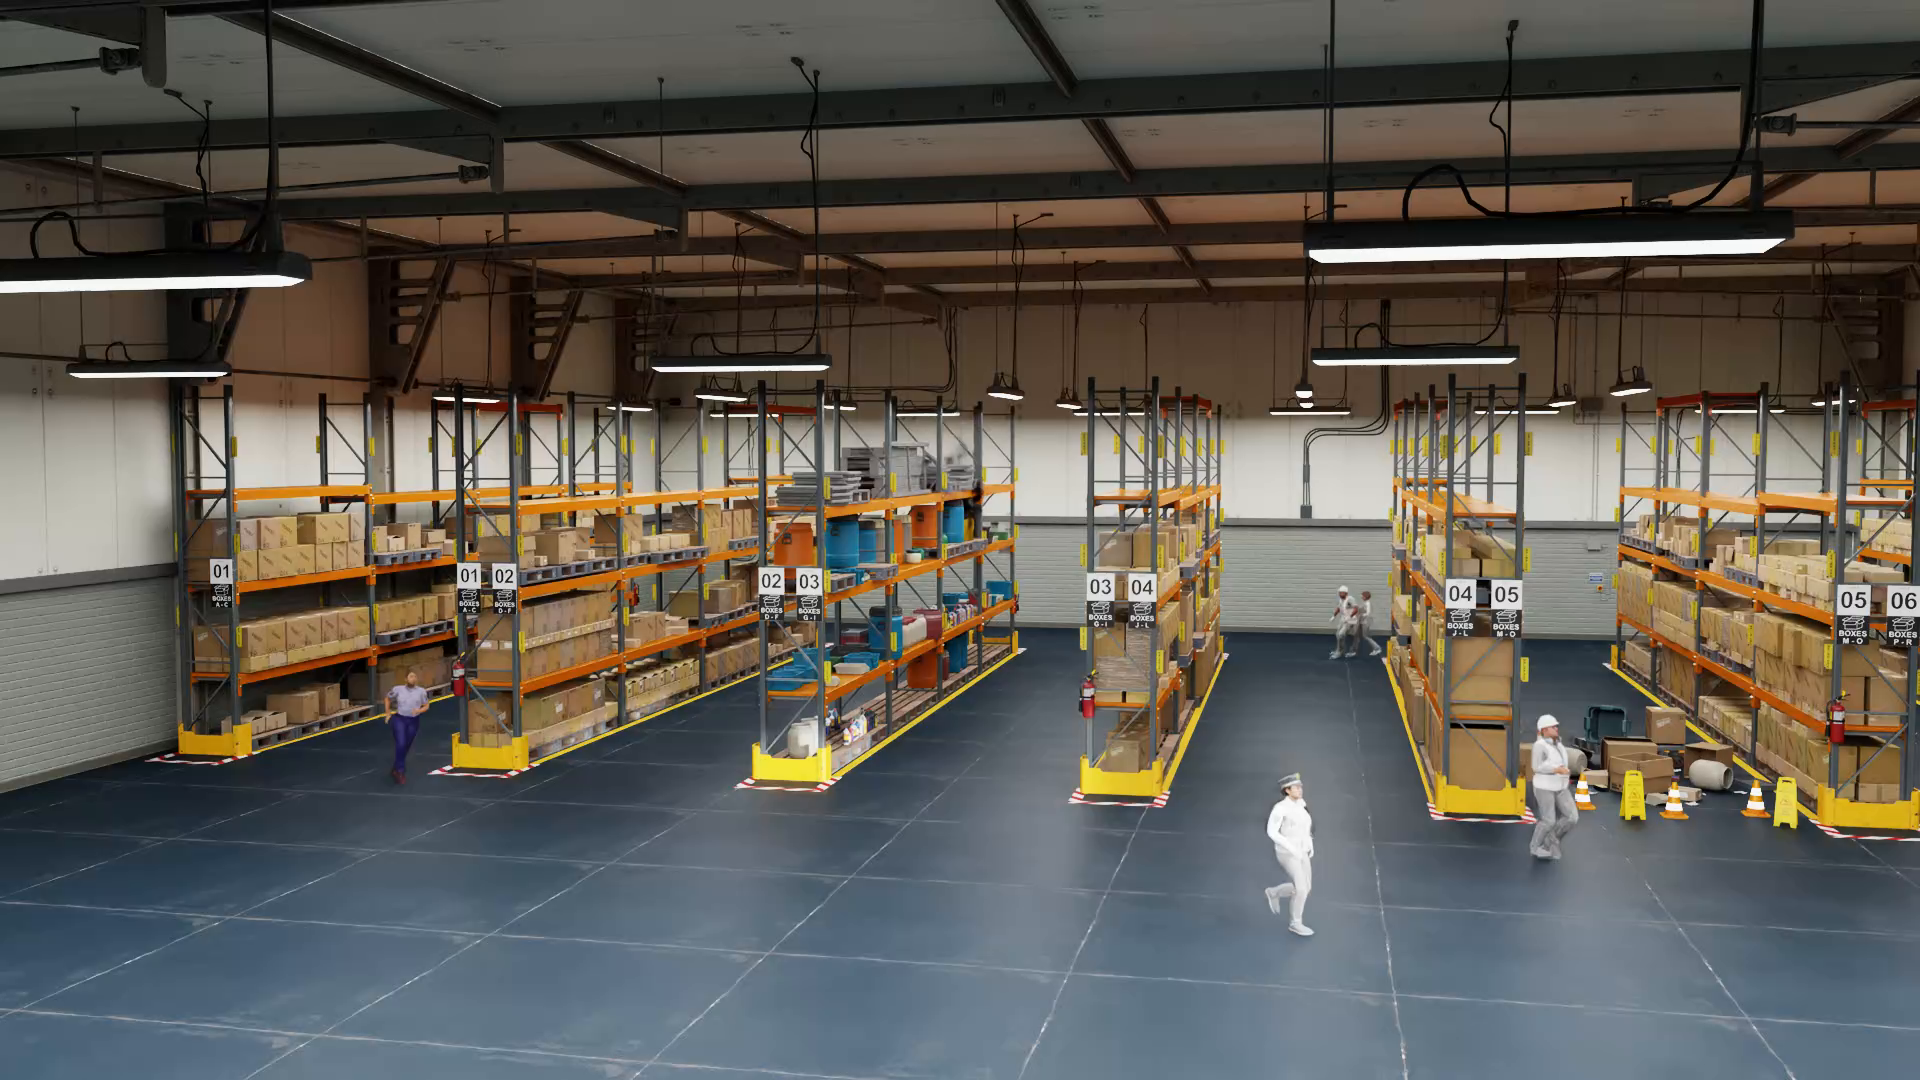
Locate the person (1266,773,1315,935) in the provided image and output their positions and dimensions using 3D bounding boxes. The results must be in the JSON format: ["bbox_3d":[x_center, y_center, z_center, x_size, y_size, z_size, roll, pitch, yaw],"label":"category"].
[{"bbox_3d":[3.391,3.210,17.164,0.642,1.652,0.607,-3,4,-44],"label":"person"}]

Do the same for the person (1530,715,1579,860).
[{"bbox_3d":[7.186,3.002,20.074,0.642,1.768,0.647,-2,4,-31],"label":"person"}]

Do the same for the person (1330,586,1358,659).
[{"bbox_3d":[9.036,1.947,39.443,0.608,1.728,0.962,-1,3,-18],"label":"person"}]

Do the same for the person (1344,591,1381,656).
[{"bbox_3d":[9.584,1.994,39.504,0.825,1.586,0.559,0,3,0],"label":"person"}]

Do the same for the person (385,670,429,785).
[{"bbox_3d":[-8.282,2.789,24.983,0.608,1.632,0.837,-2,4,-32],"label":"person"}]
